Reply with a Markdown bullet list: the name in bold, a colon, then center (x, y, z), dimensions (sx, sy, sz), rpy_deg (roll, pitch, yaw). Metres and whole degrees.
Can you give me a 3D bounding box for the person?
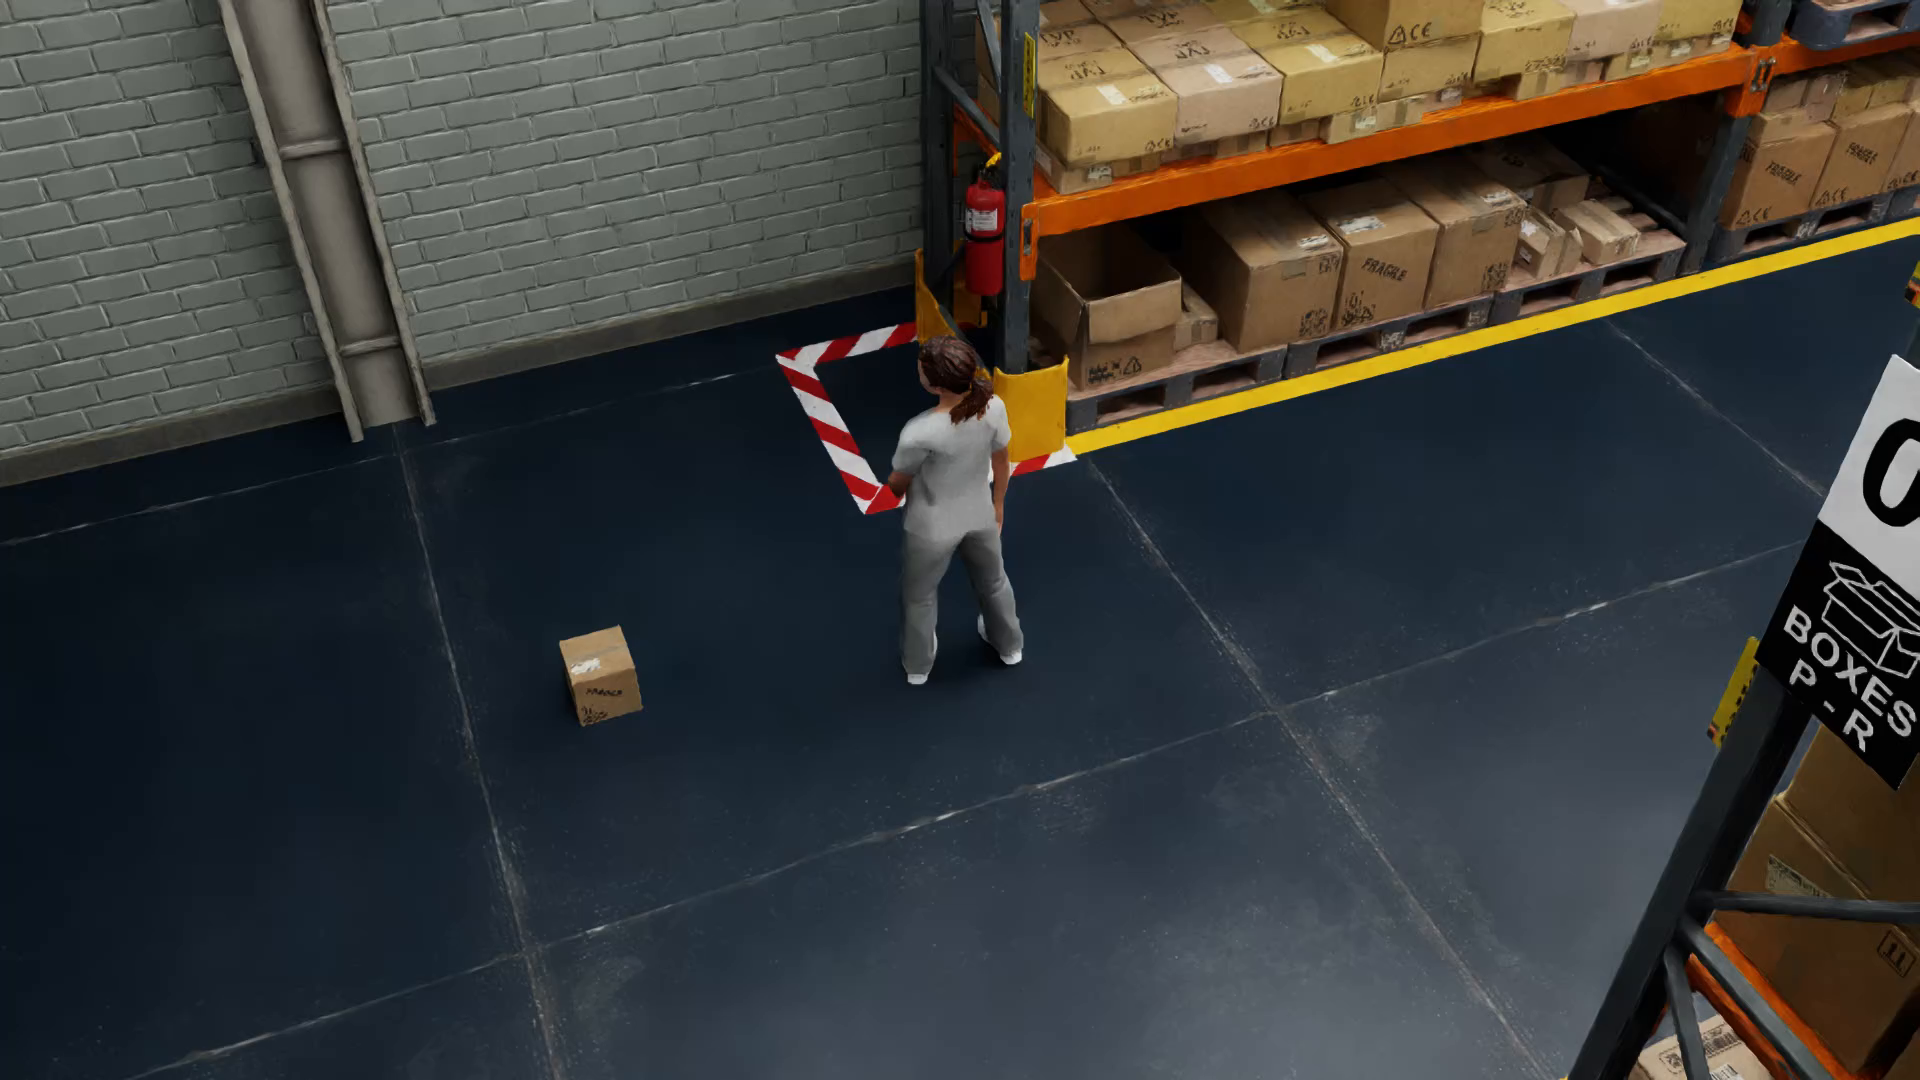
- **person**: center (-0.035, -0.100, 6.315), dimensions (0.549, 1.609, 0.422), rpy_deg (-23, 47, -23)
